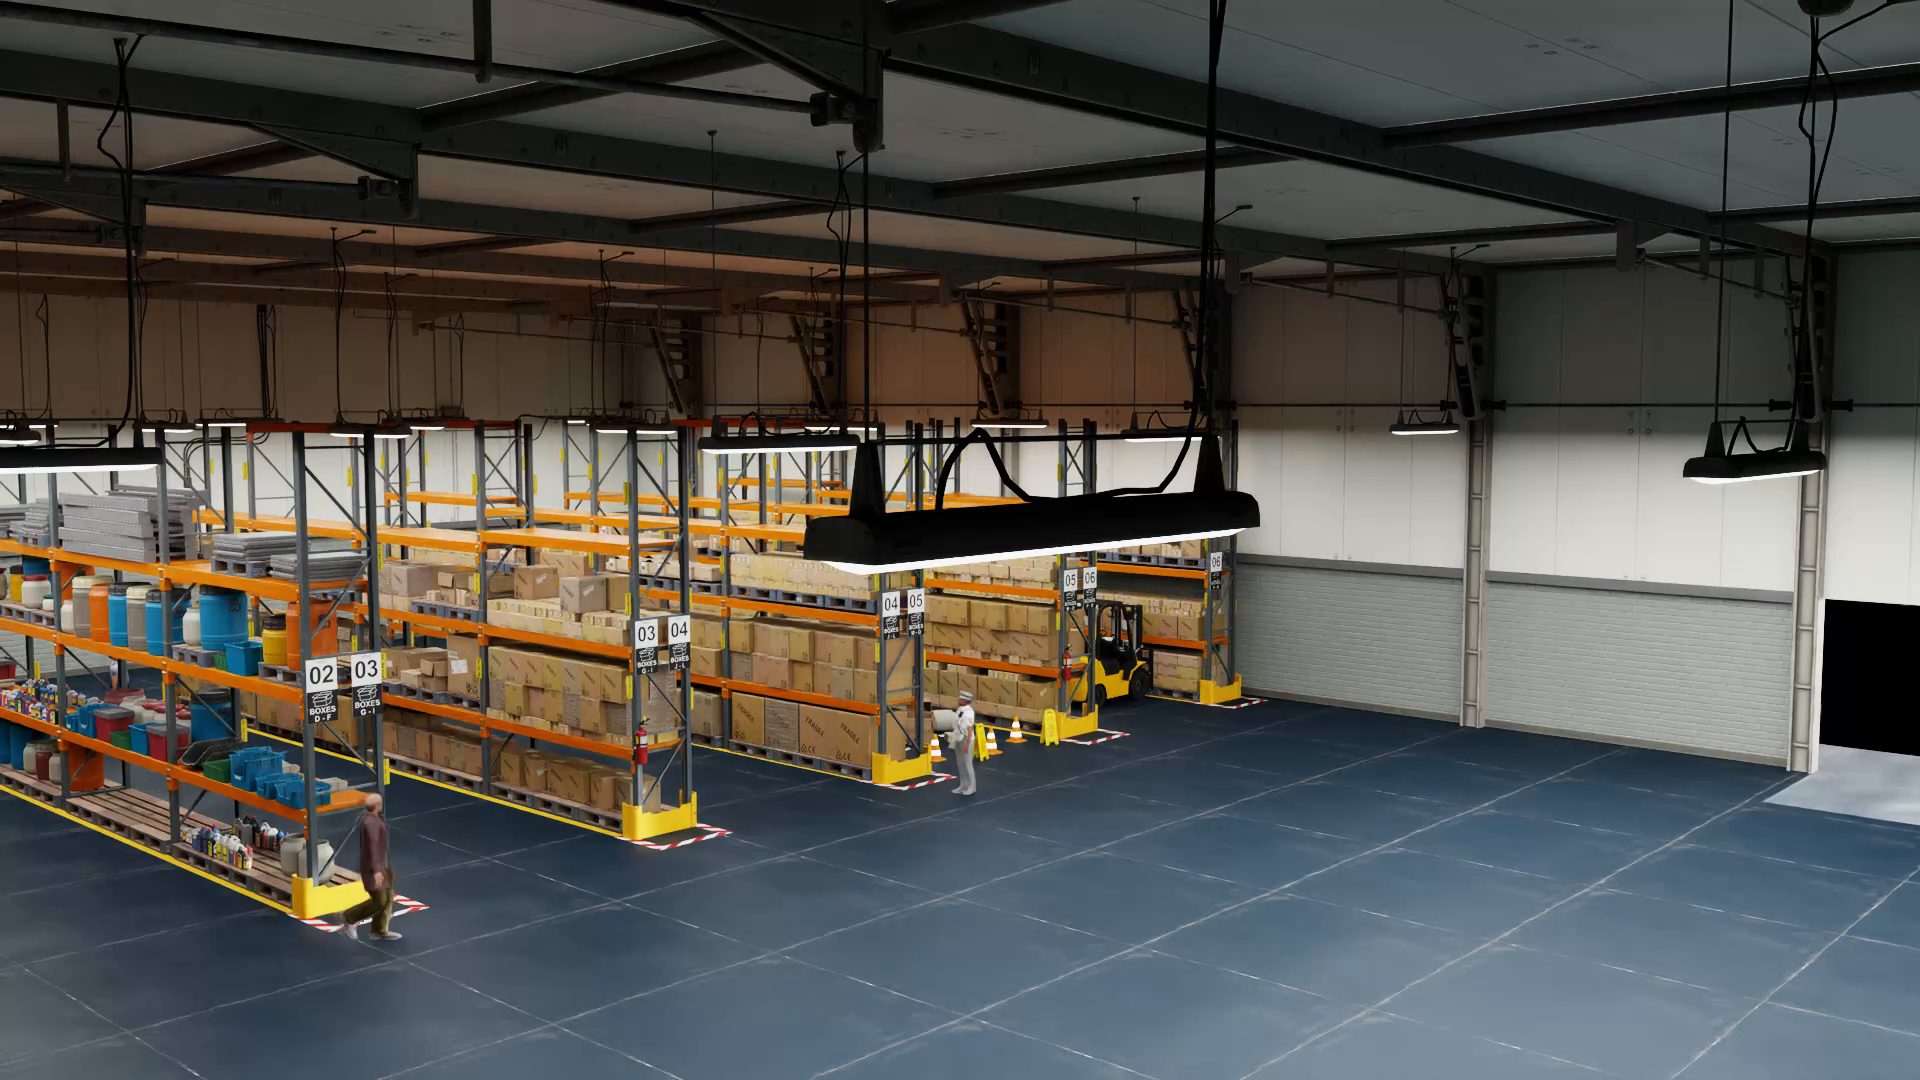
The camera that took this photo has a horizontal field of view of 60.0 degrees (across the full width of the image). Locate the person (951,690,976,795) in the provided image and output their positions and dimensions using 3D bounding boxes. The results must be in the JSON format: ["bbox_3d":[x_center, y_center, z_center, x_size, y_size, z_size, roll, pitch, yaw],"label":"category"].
[{"bbox_3d":[0.069,3.288,27.005,0.373,1.702,0.501,-3,5,-29],"label":"person"}]

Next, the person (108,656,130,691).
[{"bbox_3d":[-16.073,2.911,31.950,0.474,1.622,0.660,4,6,43],"label":"person"}]

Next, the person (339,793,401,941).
[{"bbox_3d":[-6.936,3.848,19.476,0.663,1.766,0.563,0,5,2],"label":"person"}]
